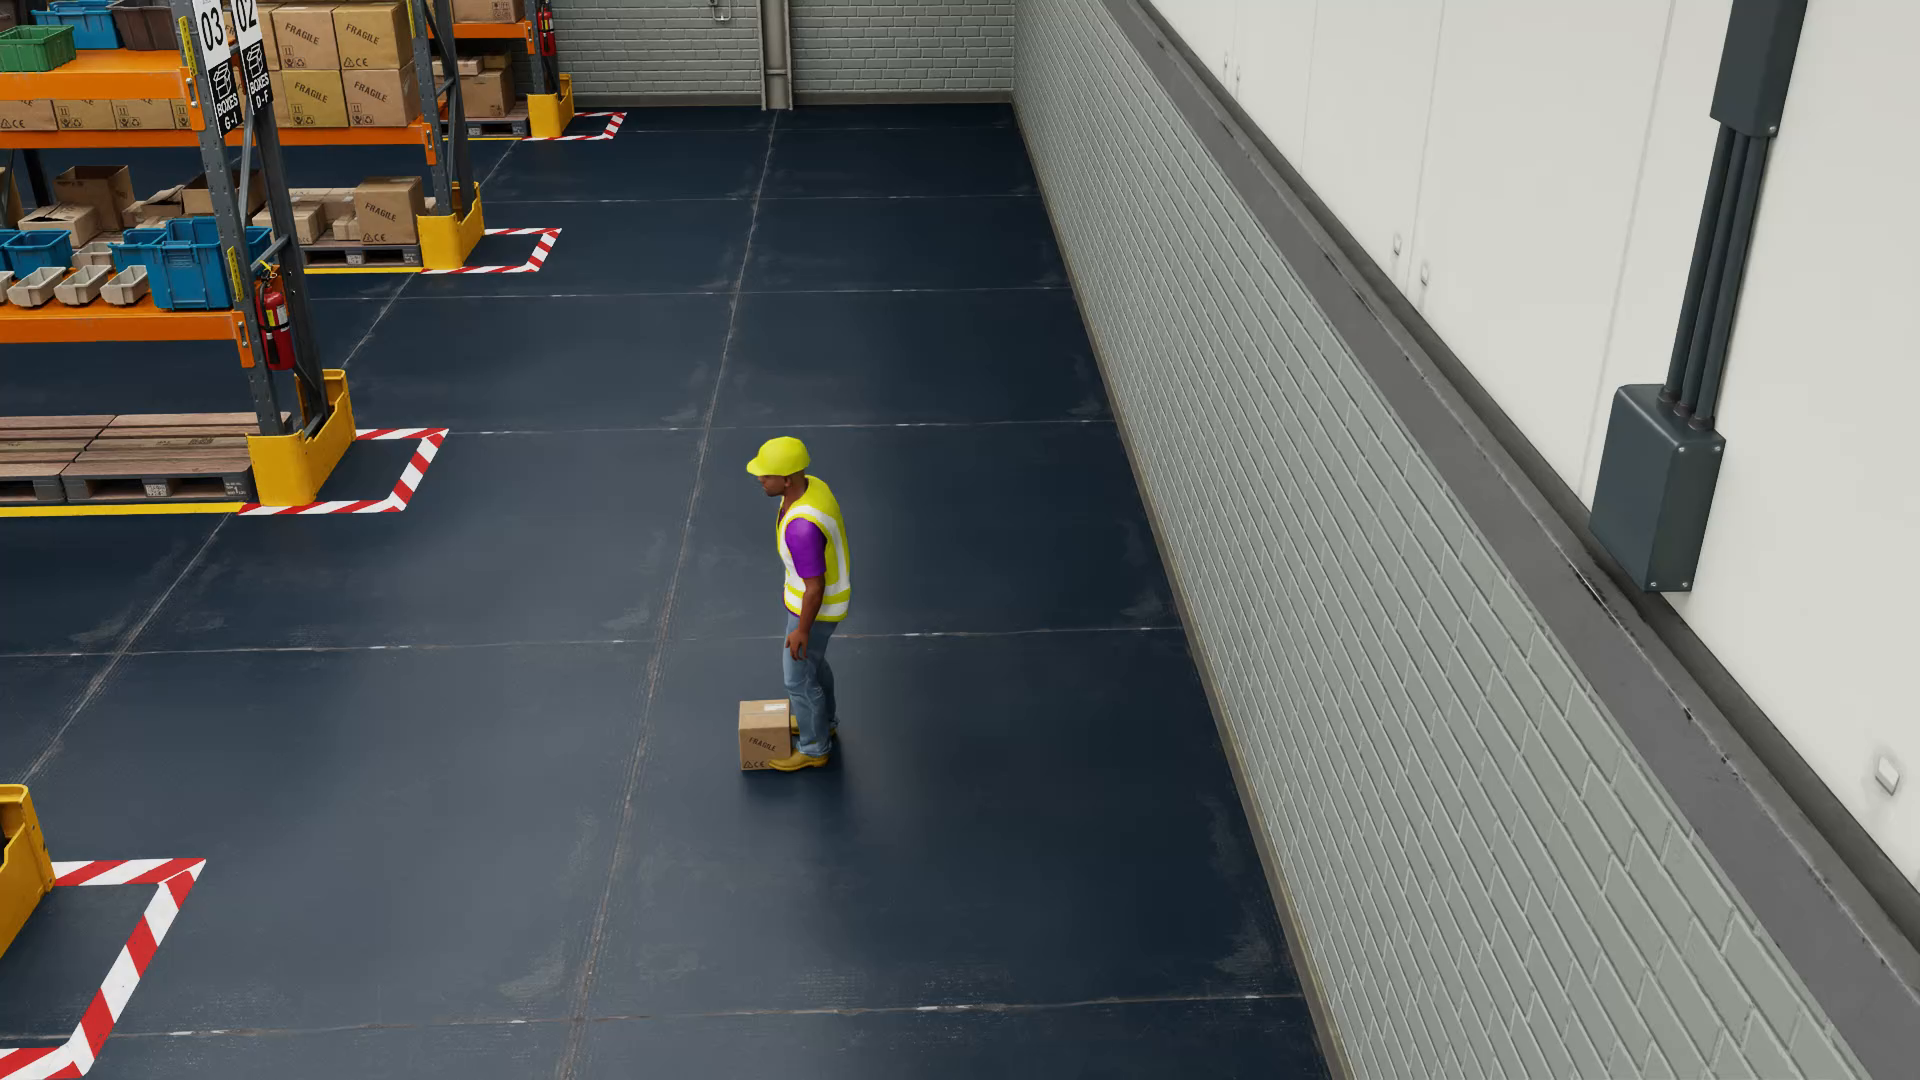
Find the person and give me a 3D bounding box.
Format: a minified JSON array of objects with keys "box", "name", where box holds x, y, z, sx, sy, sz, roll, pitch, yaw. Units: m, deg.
[{"box":[-0.753,0.300,8.020,0.458,1.761,0.638,-2,27,-4],"name":"person"}]
